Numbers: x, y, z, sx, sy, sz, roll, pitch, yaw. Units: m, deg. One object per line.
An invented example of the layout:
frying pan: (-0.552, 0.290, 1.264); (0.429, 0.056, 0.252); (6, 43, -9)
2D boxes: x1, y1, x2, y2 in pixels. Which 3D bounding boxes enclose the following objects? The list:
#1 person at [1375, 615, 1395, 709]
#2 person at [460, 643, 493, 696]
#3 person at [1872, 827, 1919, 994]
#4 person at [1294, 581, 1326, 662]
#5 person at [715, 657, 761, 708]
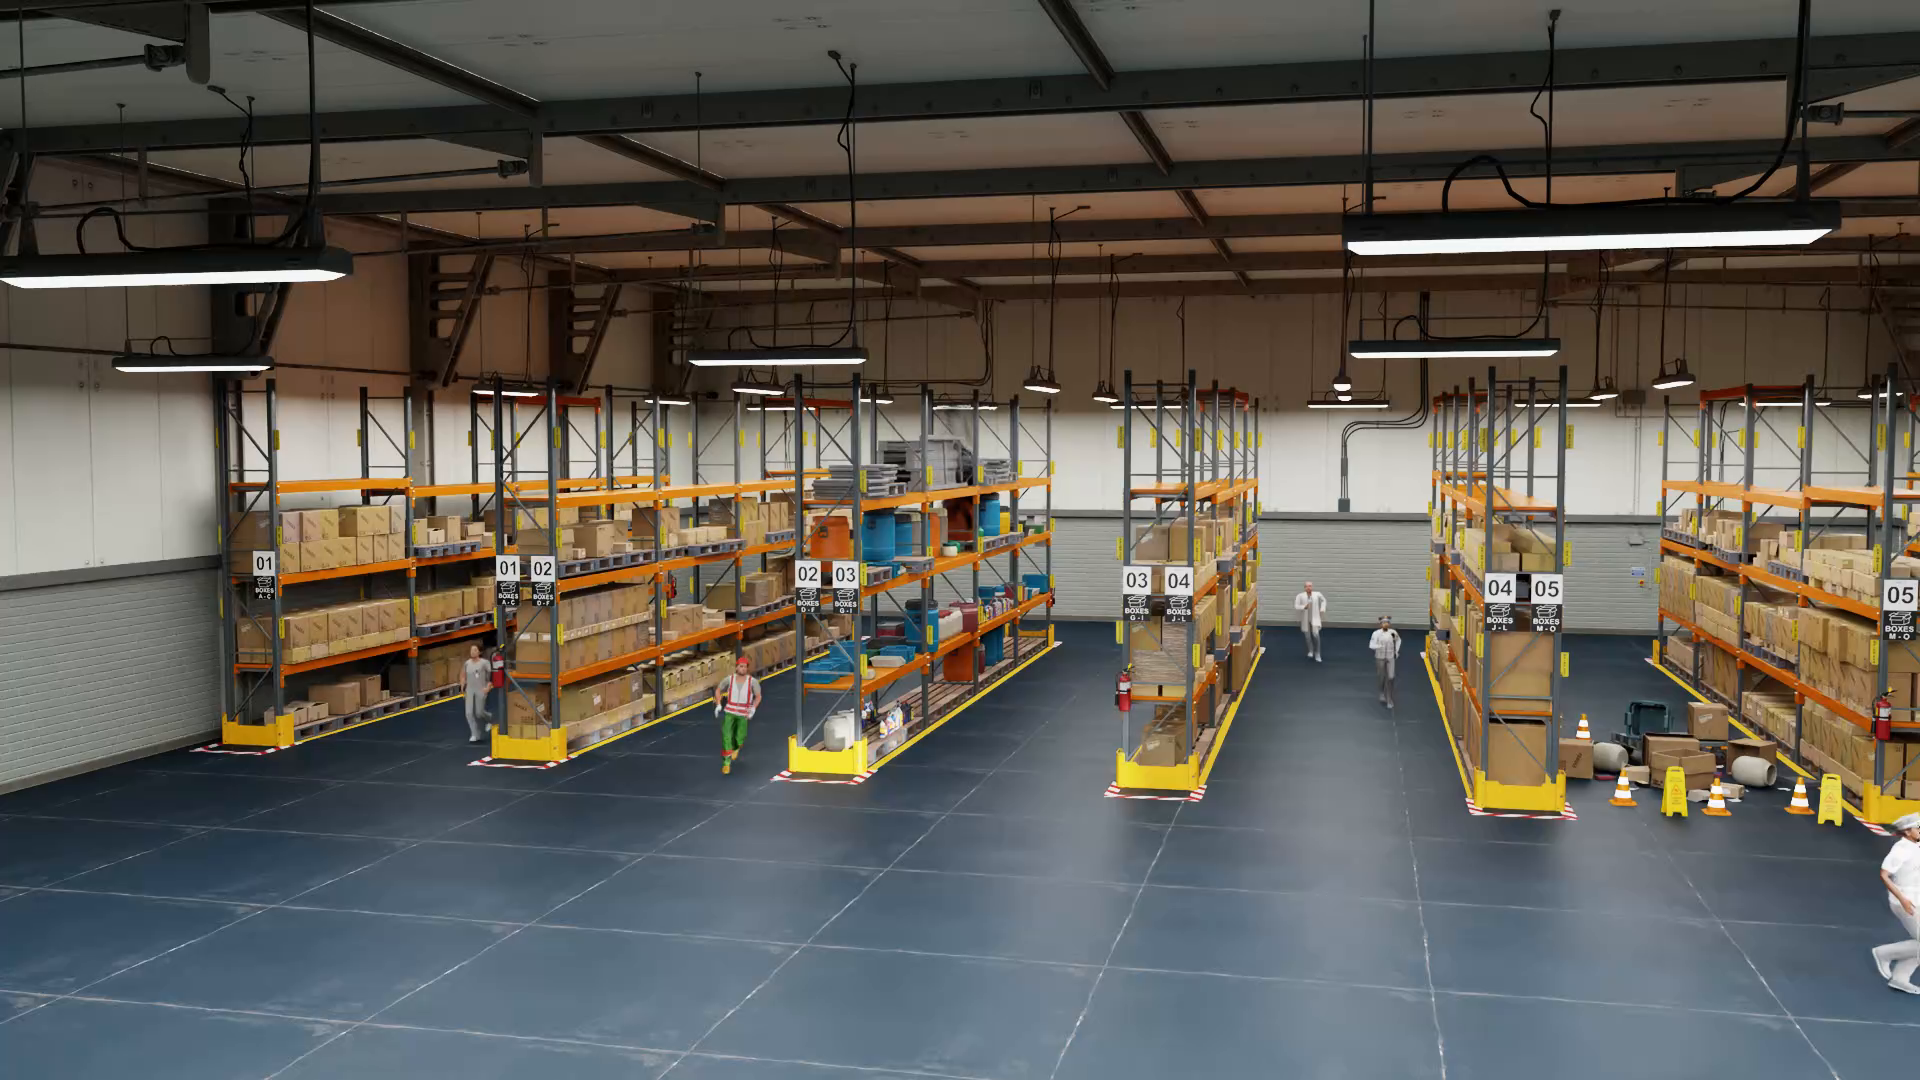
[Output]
person: (8.007, 2.279, 31.344); (0.381, 1.753, 0.723); (1, 3, 11)
person: (-8.048, 2.143, 27.608); (0.609, 0.850, 0.400); (0, 3, 7)
person: (8.608, 3.299, 15.044); (0.558, 1.612, 0.574); (3, 5, 44)
person: (7.955, 1.851, 37.829); (0.681, 1.821, 0.773); (1, 4, 16)
person: (-3.365, 2.171, 25.164); (0.703, 0.798, 0.280); (0, 3, -4)
